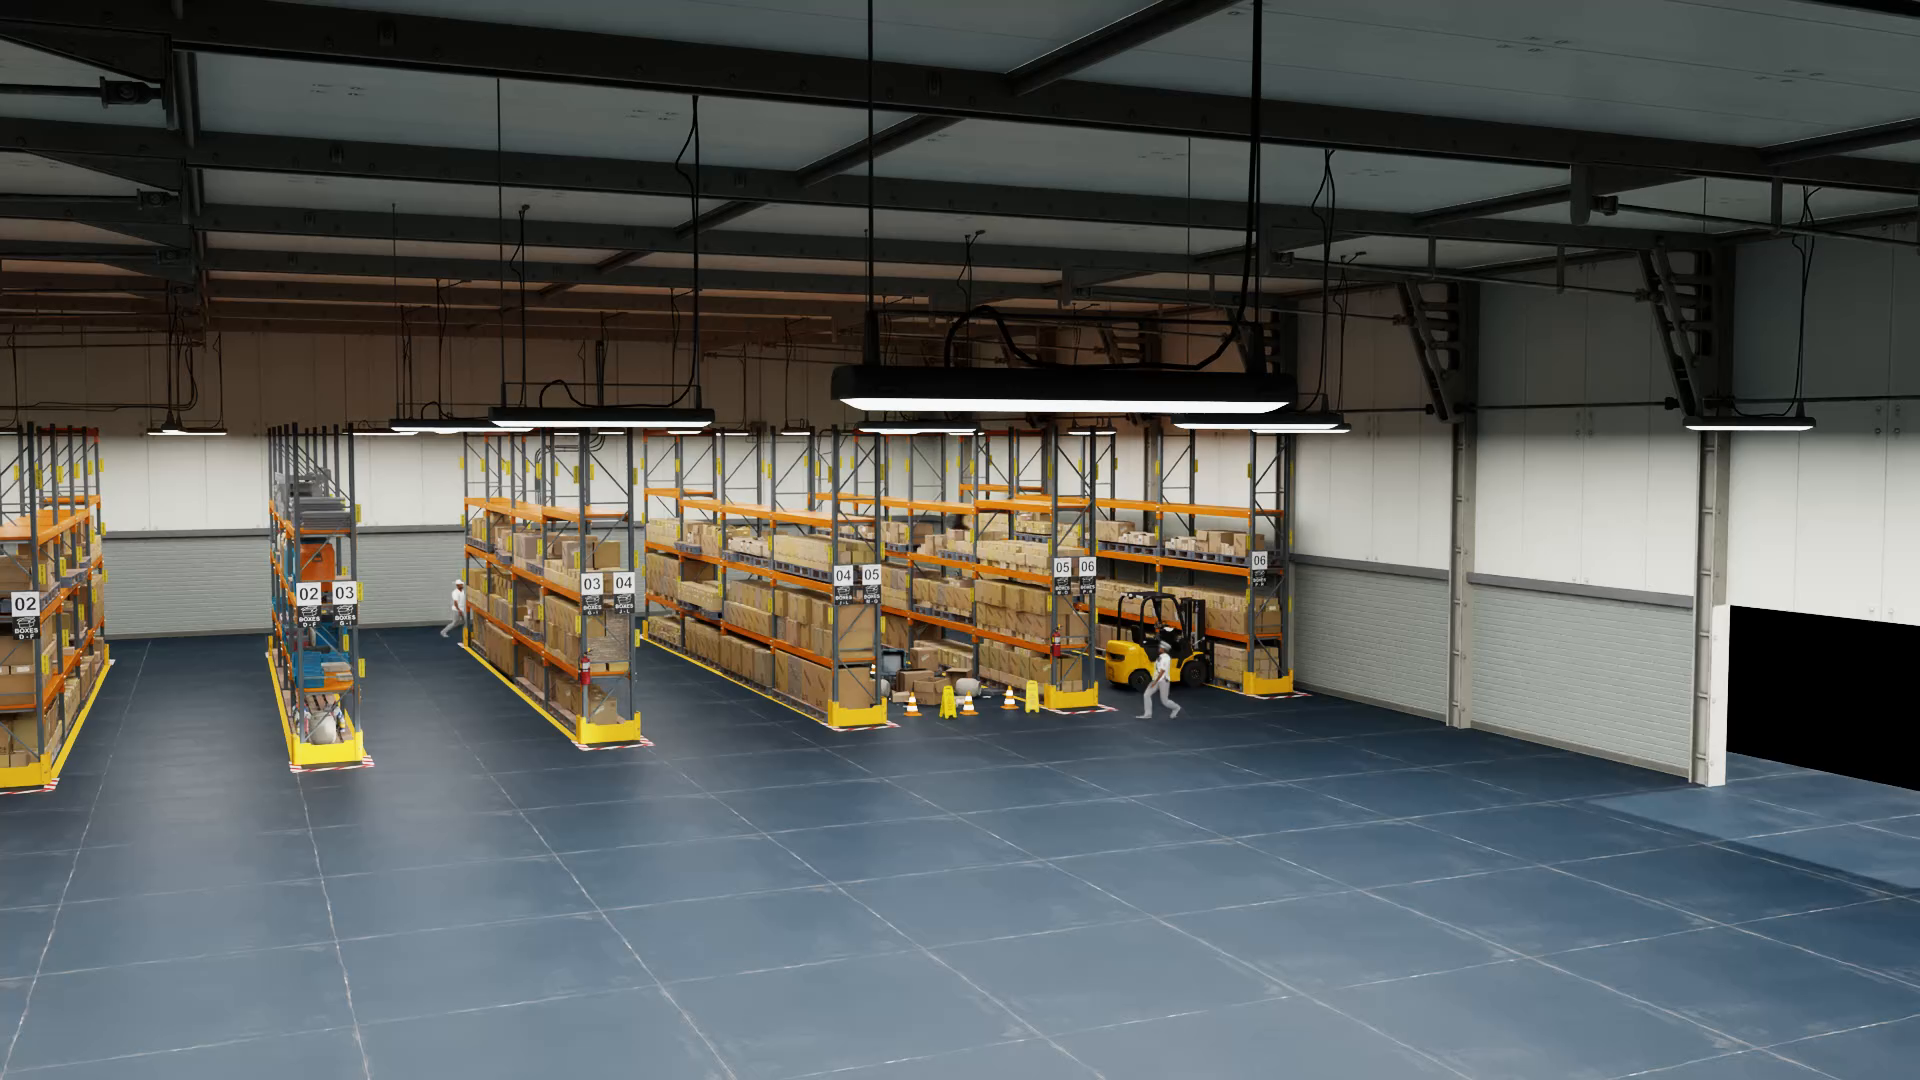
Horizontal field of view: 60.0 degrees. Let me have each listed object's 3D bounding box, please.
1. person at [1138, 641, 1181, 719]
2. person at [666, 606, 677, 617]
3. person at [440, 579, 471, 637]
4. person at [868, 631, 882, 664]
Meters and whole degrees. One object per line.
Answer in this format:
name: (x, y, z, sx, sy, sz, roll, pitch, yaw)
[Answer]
person: (4.046, 2.856, 33.897, 0.927, 1.578, 0.420, -3, 4, -36)
person: (-8.522, 1.816, 49.300, 0.676, 1.766, 0.546, 1, 4, 8)
person: (-14.268, 1.980, 47.264, 0.982, 1.721, 0.647, 0, 3, 1)
person: (-2.242, 2.263, 41.961, 0.380, 1.776, 0.579, -3, 4, -38)
